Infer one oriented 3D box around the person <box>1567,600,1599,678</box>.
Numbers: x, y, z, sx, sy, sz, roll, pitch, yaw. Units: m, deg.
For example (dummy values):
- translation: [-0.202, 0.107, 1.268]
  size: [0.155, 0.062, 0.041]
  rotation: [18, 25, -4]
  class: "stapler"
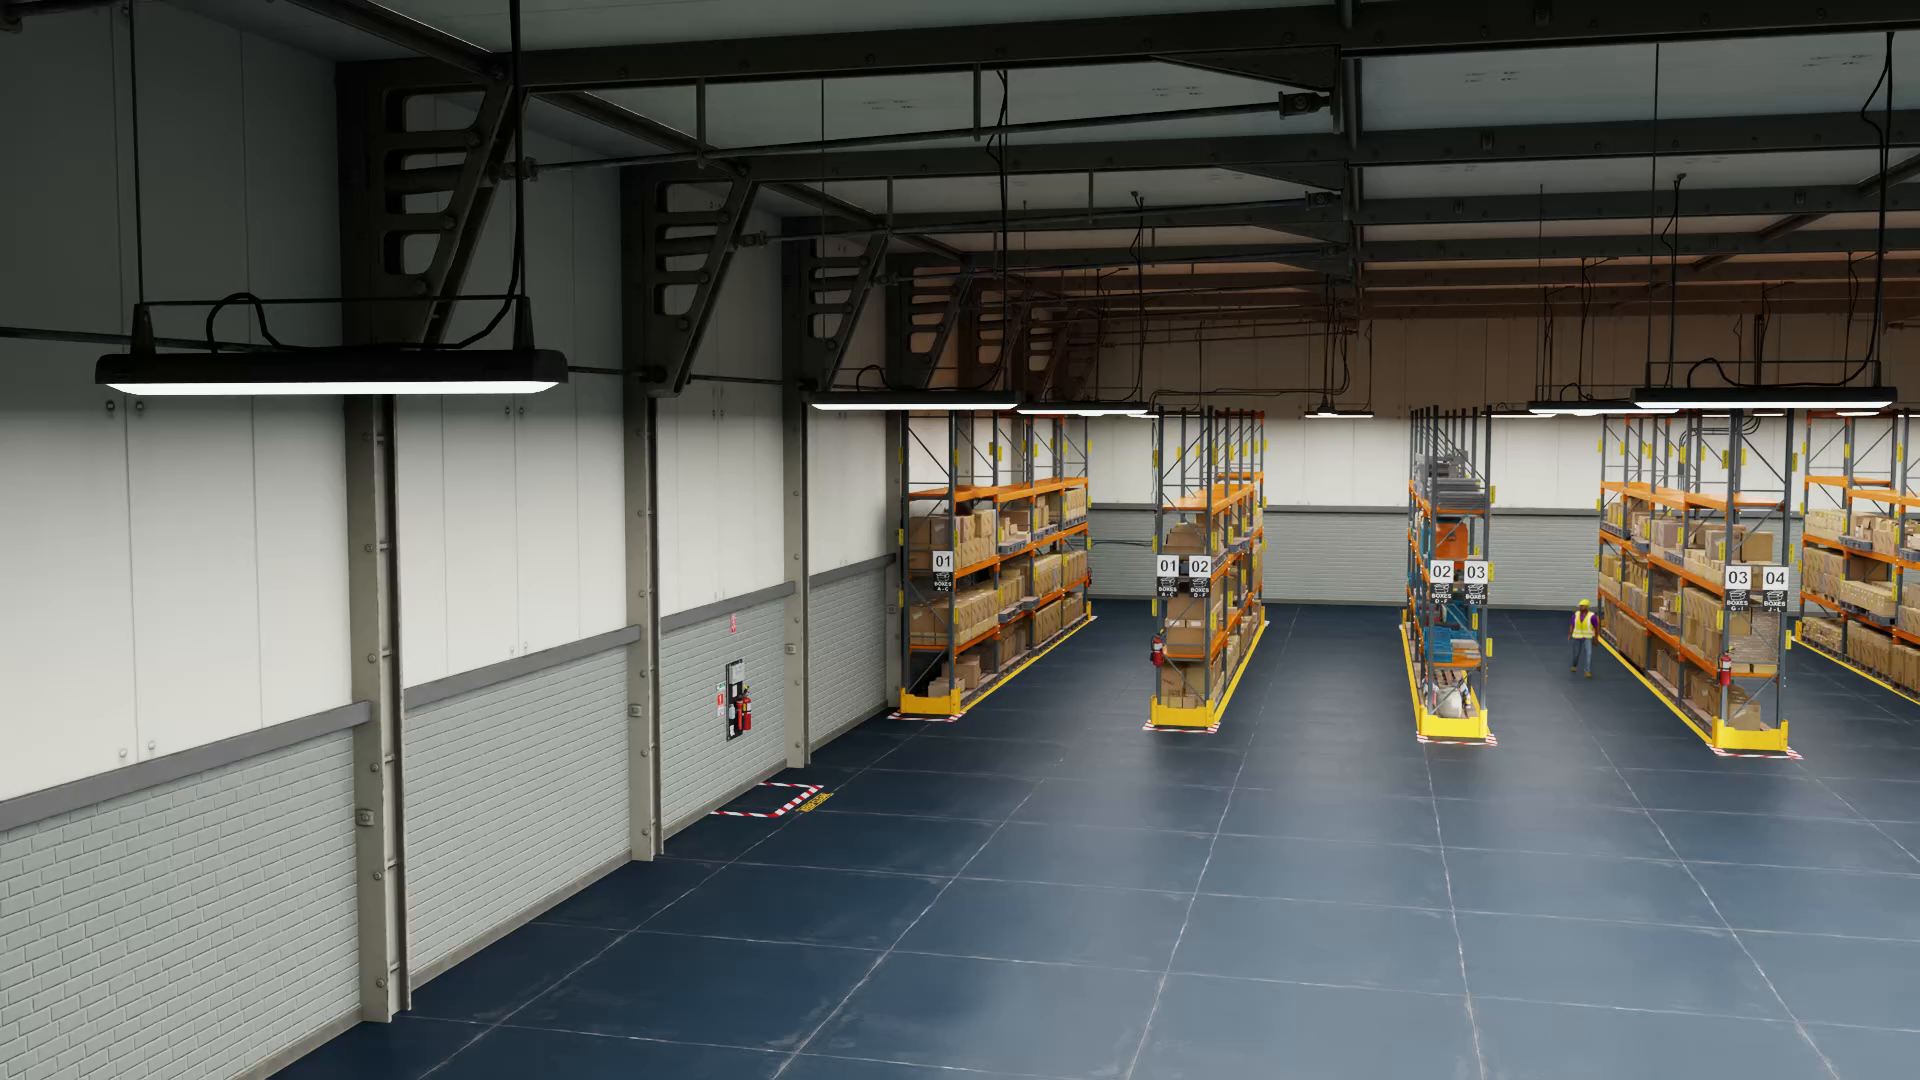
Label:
- translation: [13.931, 2.195, 37.215]
  size: [0.673, 1.731, 0.989]
  rotation: [1, 4, 7]
  class: "person"
